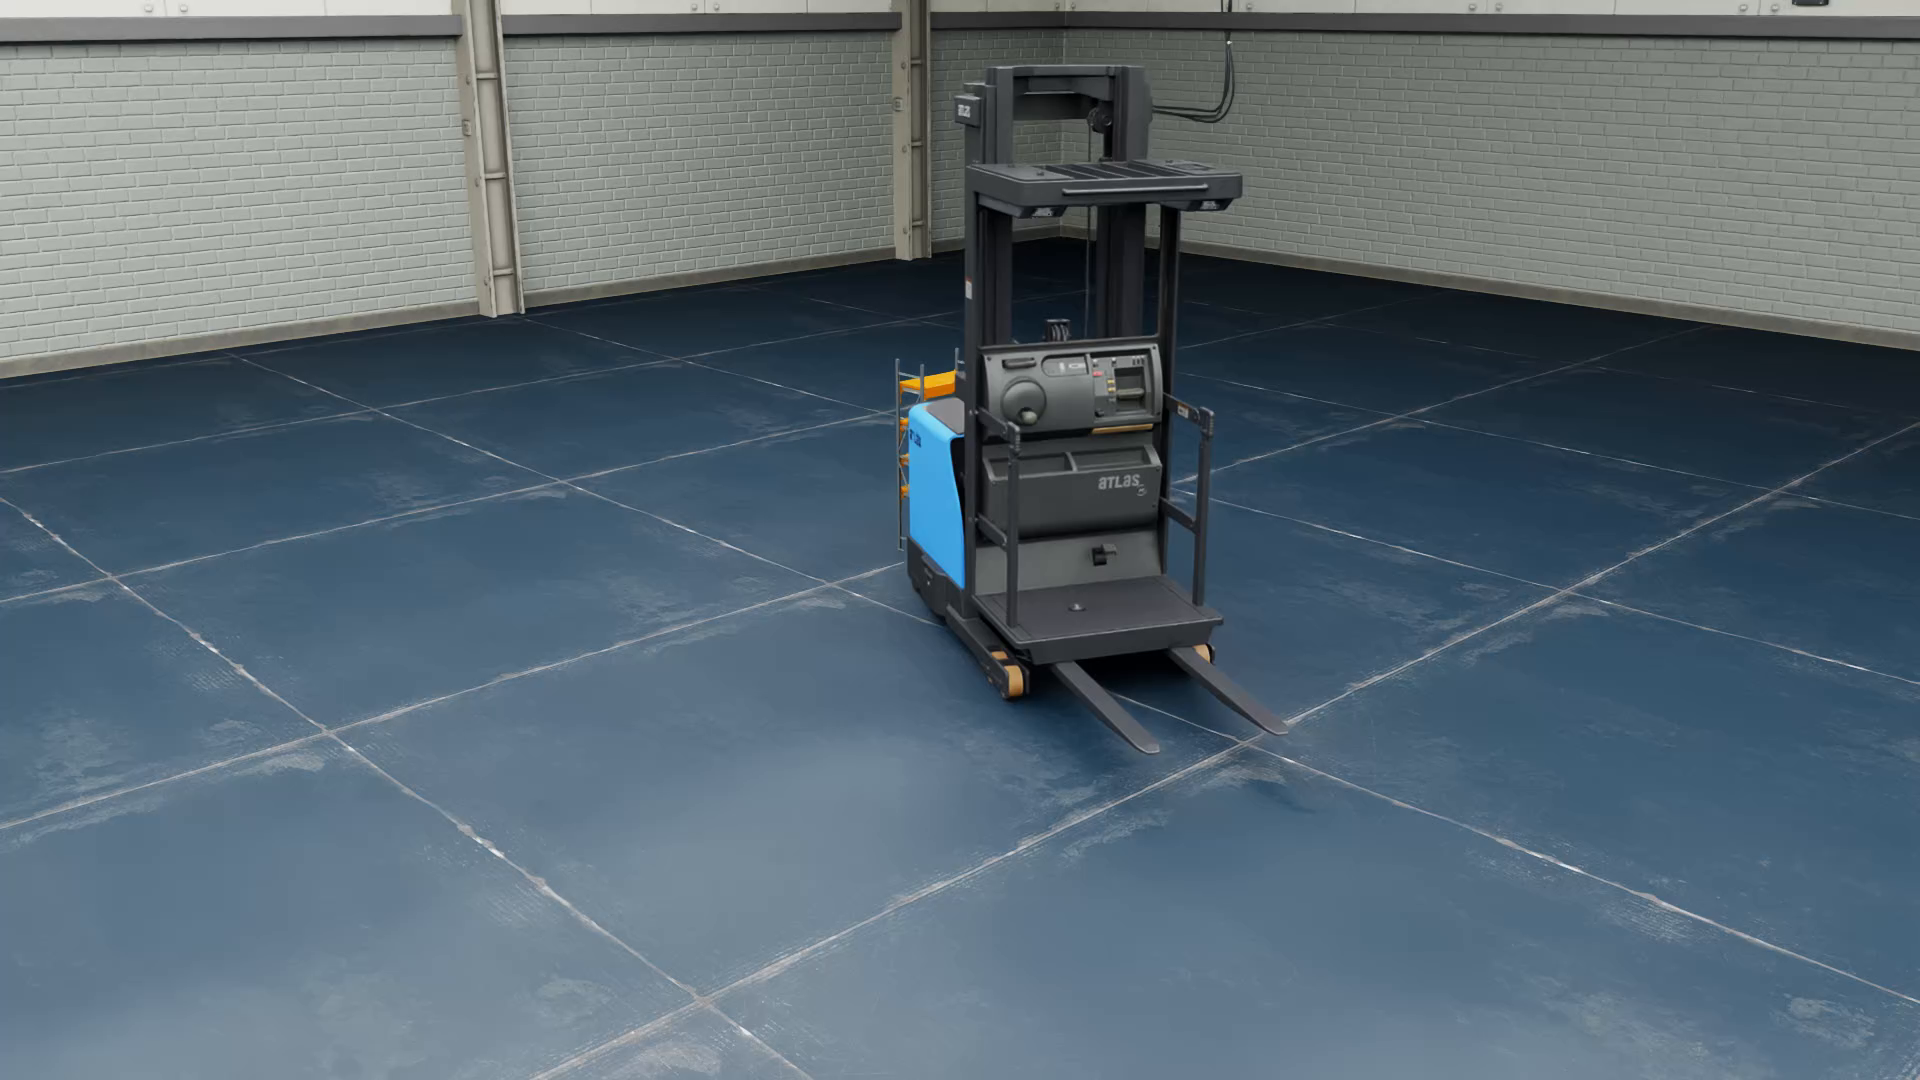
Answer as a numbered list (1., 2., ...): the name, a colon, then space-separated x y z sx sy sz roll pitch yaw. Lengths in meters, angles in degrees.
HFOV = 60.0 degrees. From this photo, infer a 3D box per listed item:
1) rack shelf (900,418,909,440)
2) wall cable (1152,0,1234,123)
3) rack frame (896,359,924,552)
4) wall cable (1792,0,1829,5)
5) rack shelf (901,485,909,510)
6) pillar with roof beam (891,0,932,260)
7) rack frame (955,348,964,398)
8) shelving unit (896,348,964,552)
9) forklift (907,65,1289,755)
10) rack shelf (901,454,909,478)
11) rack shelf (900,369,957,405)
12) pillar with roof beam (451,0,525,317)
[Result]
1. rack shelf: -0.120 -0.684 10.143 0.480 0.148 0.258 -16 24 -41
2. wall cable: 2.427 -6.869 22.114 0.112 2.526 3.097 -16 24 -41
3. rack frame: -0.298 -0.484 10.032 0.015 1.200 0.240 -16 24 -41
4. wall cable: 8.938 -7.833 14.539 0.169 6.003 2.305 -16 24 -41
5. rack shelf: -0.120 -0.283 10.273 0.480 0.148 0.258 -16 24 -41
6. pillar with roof beam: 2.336 -7.053 17.648 0.400 9.000 9.100 -16 24 -41
7. rack frame: 0.057 -0.587 10.351 0.015 1.200 0.240 -16 24 -41
8. shelving unit: -0.120 -0.536 10.191 0.503 1.200 0.258 -16 24 -41
9. forklift: 0.637 -0.759 8.074 1.130 2.935 3.031 -6 19 -17
10. rack shelf: -0.120 -0.472 10.212 0.480 0.148 0.258 -16 24 -41
11. rack shelf: -0.120 -0.909 10.070 0.480 0.148 0.258 -16 24 -41
12. pillar with roof beam: -2.024 -5.782 13.727 0.400 9.000 9.100 -16 24 -41
